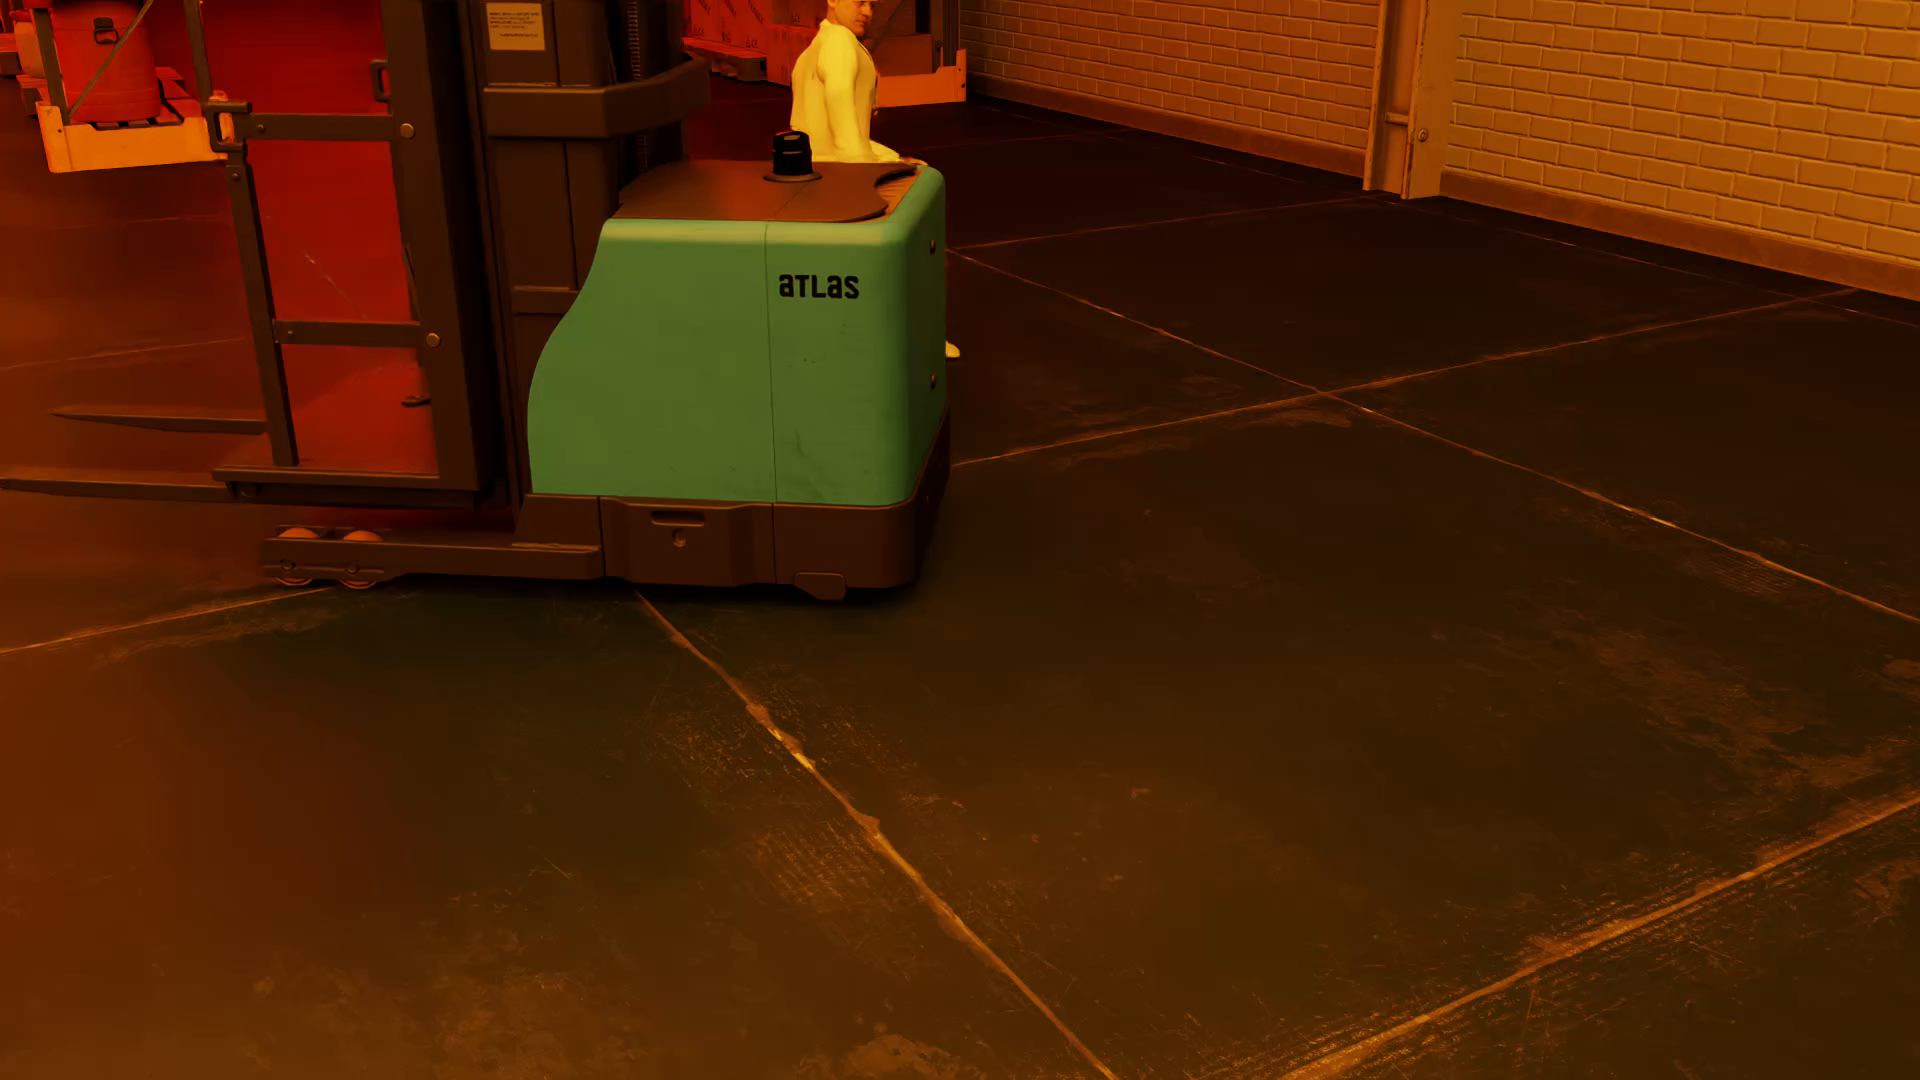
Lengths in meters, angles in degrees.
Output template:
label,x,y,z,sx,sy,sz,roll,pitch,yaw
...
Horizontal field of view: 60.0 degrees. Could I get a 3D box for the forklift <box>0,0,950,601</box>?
label,x,y,z,sx,sy,sz,roll,pitch,yaw
forklift,-1.585,-1.410,4.710,3.031,2.935,1.130,2,22,6

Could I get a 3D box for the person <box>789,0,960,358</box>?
label,x,y,z,sx,sy,sz,roll,pitch,yaw
person,-0.342,-1.407,6.545,0.801,1.570,0.808,-17,28,-36
